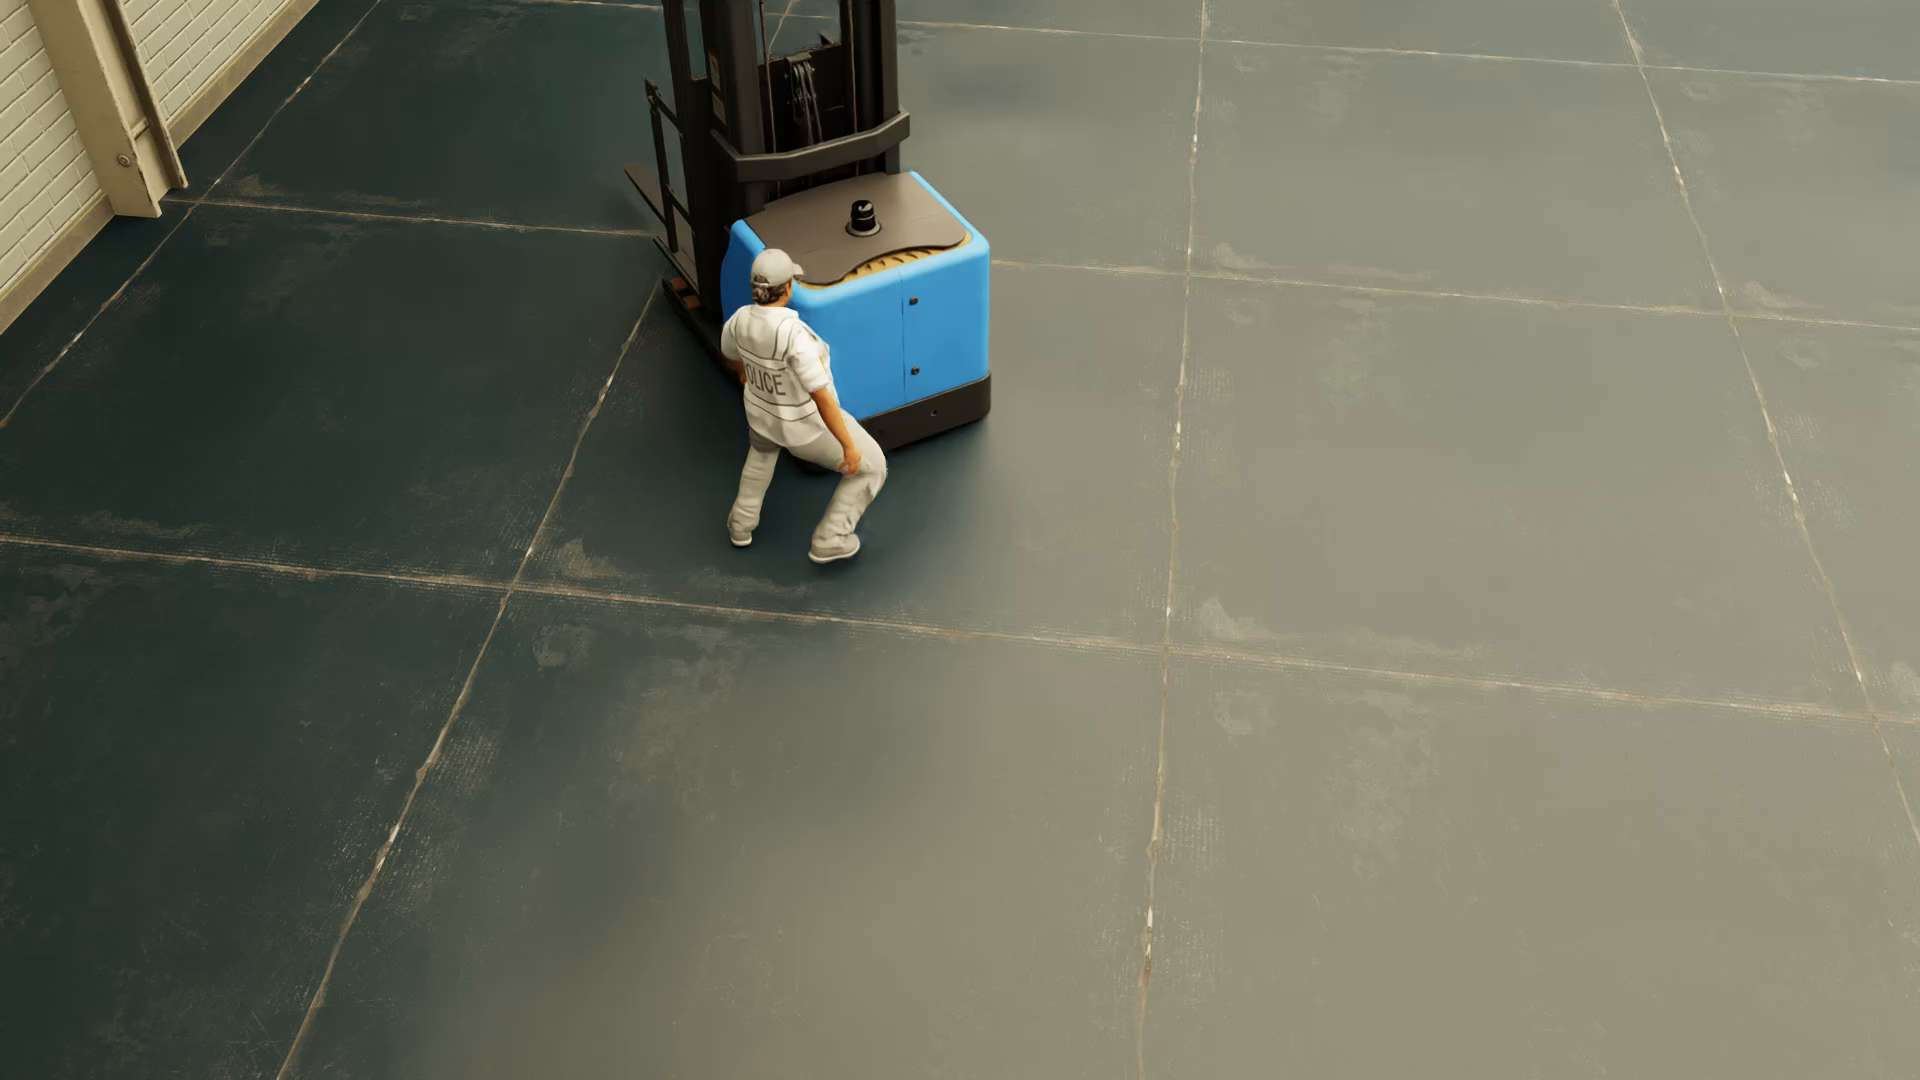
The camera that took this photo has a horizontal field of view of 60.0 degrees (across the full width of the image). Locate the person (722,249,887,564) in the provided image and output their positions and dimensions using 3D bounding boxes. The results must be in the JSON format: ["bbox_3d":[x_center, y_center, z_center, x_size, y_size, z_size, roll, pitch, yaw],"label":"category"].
[{"bbox_3d":[-0.730,-0.575,7.376,0.850,1.575,0.544,31,51,30],"label":"person"}]

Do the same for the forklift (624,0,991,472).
[{"bbox_3d":[-1.001,-2.402,8.339,1.130,2.935,3.031,-21,46,-21],"label":"forklift"}]
